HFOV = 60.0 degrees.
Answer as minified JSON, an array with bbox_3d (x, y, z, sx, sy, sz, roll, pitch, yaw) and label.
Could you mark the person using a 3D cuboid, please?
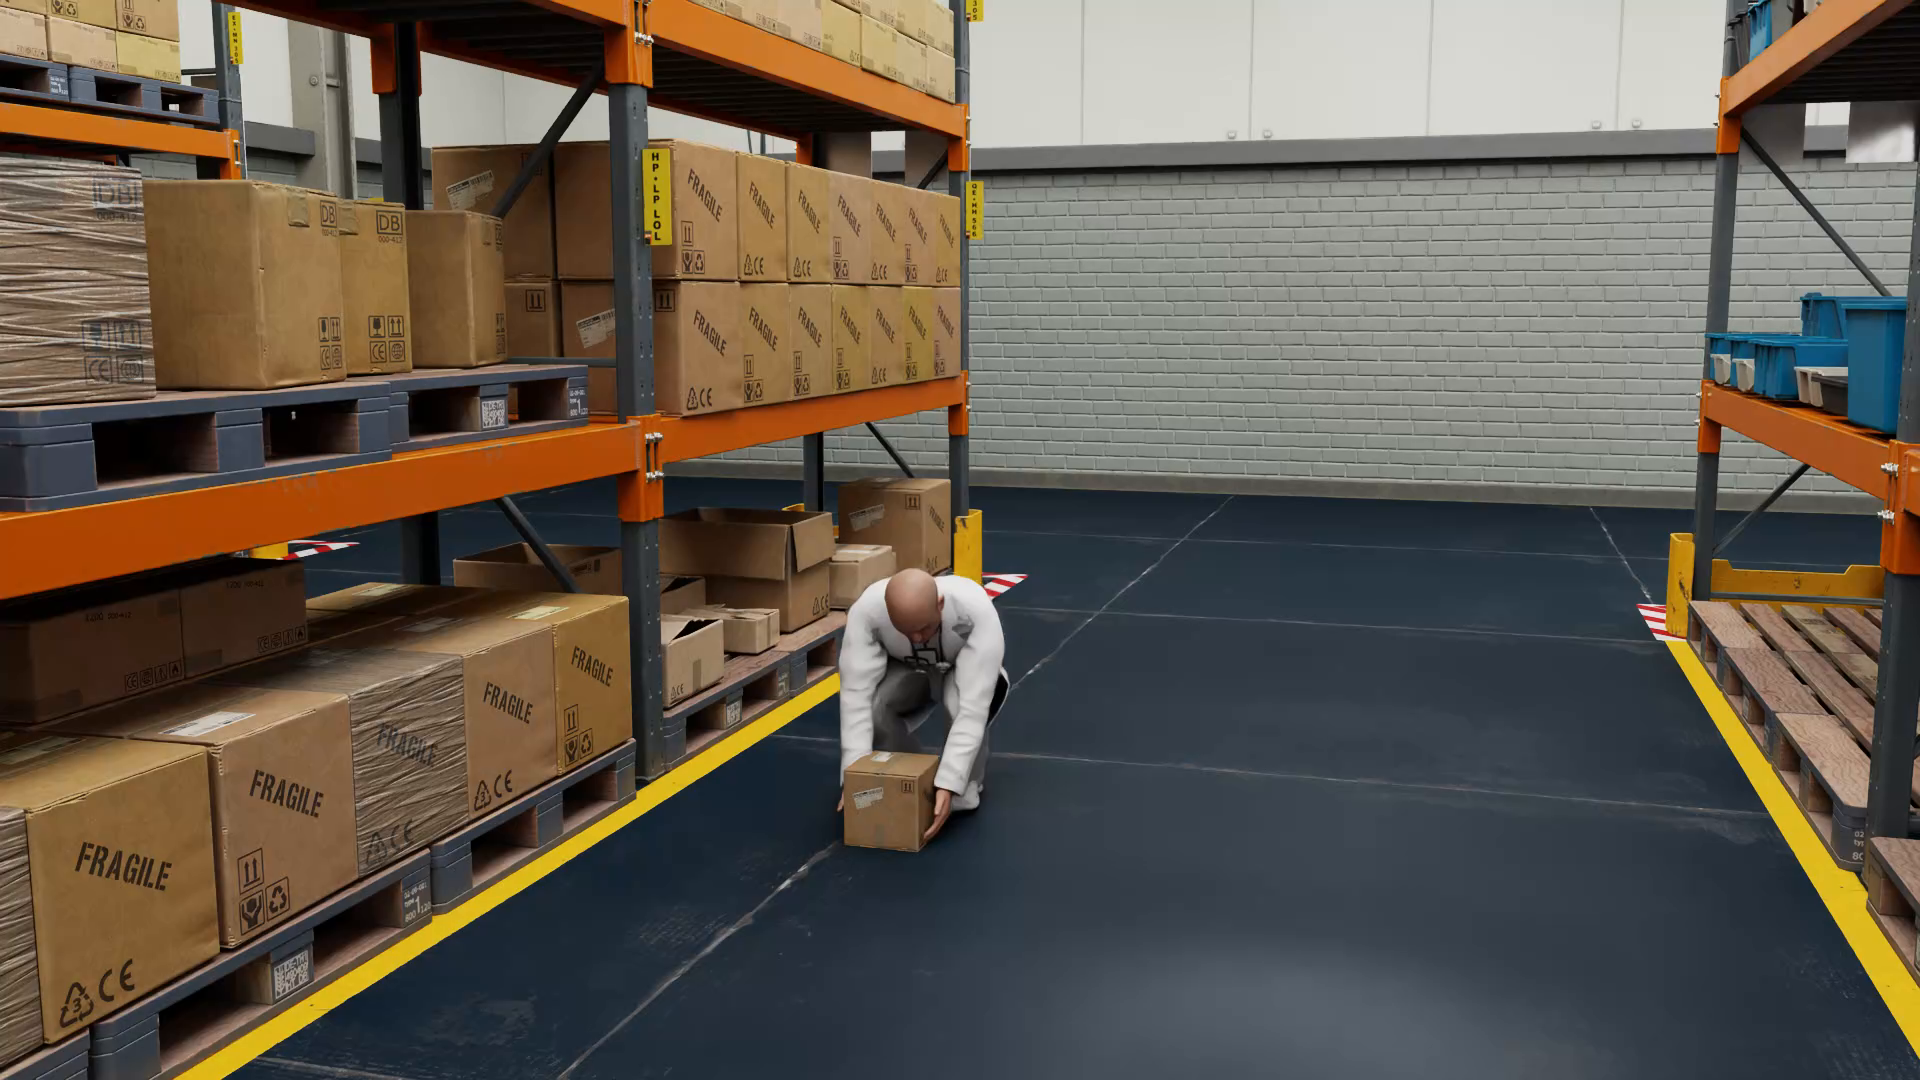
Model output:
[{"bbox_3d":[-0.114,0.499,5.666,0.599,0.862,0.879,2,9,16],"label":"person"}]
